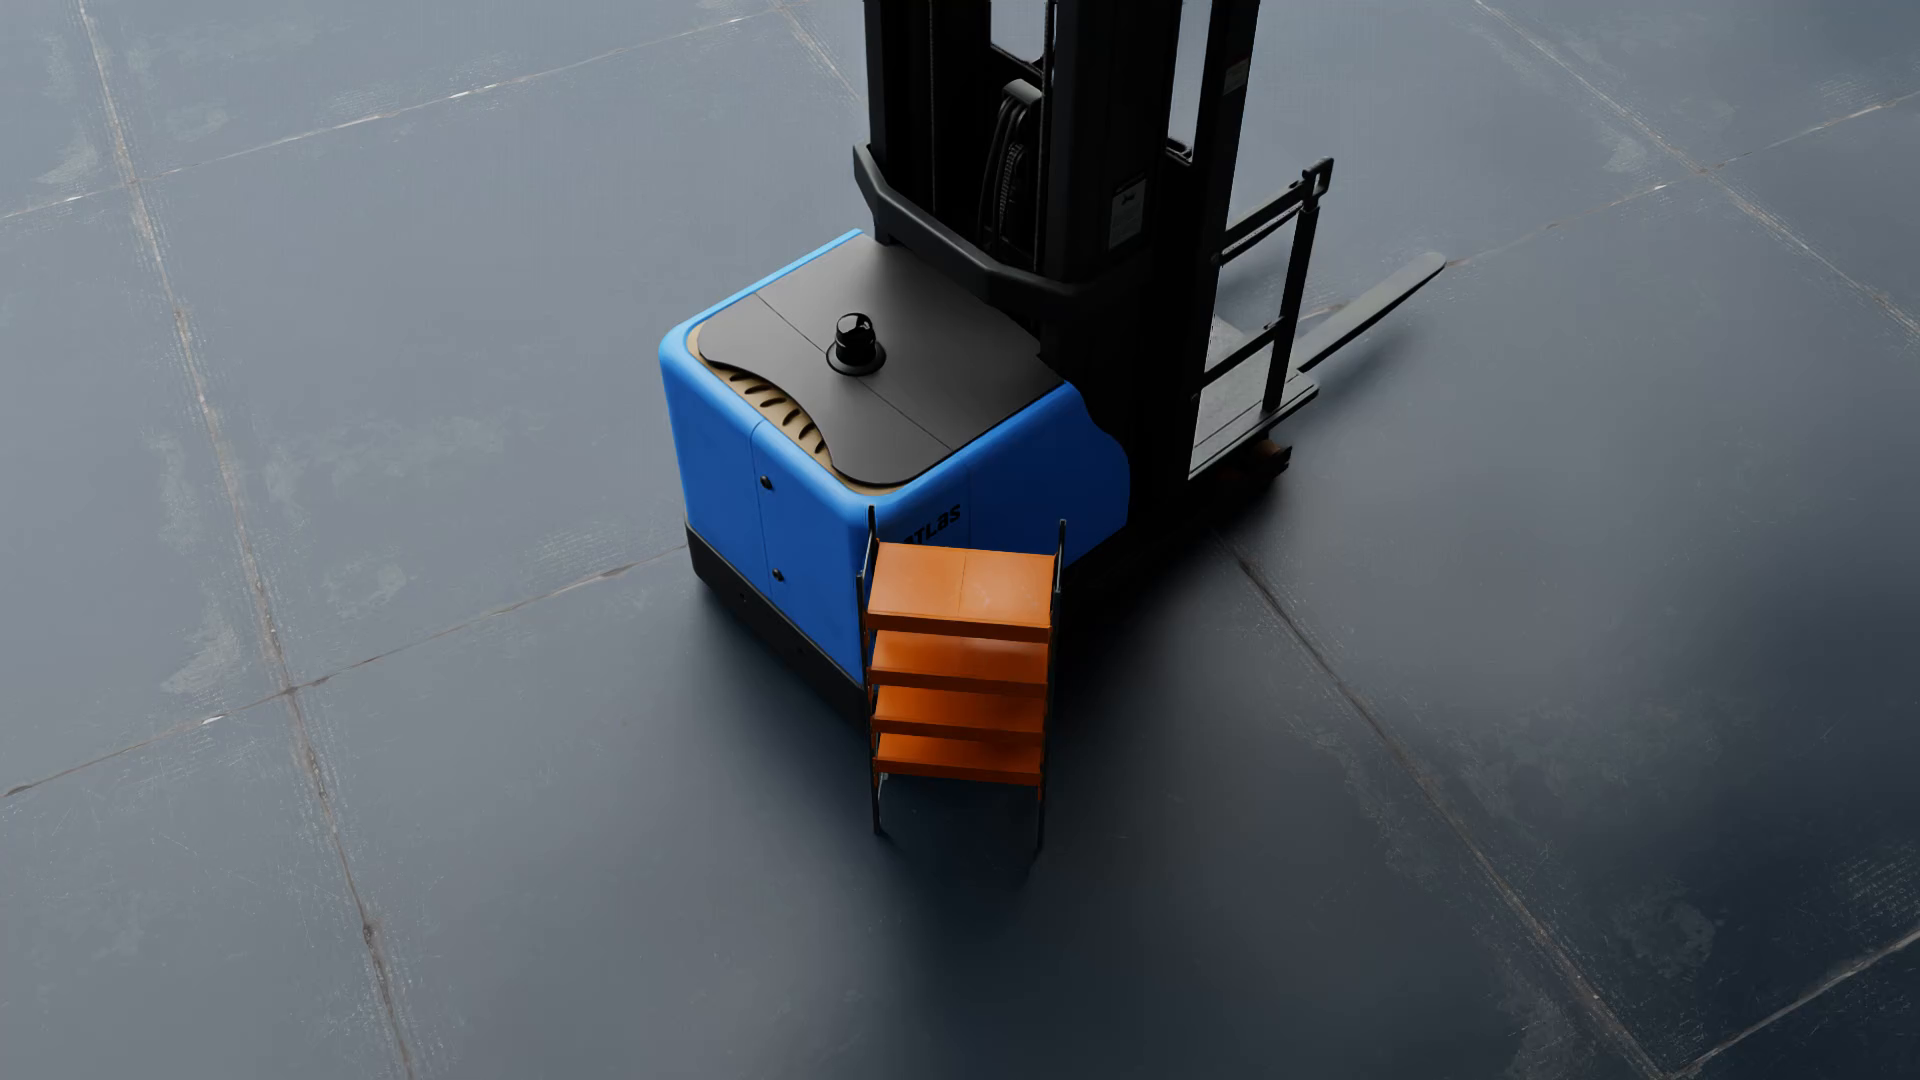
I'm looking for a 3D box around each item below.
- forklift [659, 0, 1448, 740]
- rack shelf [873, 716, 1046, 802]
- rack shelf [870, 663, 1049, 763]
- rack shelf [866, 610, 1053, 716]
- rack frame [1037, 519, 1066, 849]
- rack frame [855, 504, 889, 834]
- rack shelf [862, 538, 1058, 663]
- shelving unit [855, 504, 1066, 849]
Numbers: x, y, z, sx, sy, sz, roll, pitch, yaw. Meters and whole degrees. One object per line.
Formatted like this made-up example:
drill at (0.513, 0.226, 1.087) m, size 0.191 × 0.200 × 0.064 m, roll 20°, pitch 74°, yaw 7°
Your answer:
forklift at (0.533, -1.324, 4.961) m, size 3.031 × 2.935 × 1.130 m, roll -34°, pitch 57°, yaw -26°
rack shelf at (0.006, 0.589, 4.791) m, size 0.480 × 0.148 × 0.258 m, roll 4°, pitch 49°, yaw 4°
rack shelf at (0.006, 0.458, 4.642) m, size 0.480 × 0.148 × 0.258 m, roll 4°, pitch 49°, yaw 4°
rack shelf at (0.006, 0.311, 4.473) m, size 0.480 × 0.148 × 0.258 m, roll 4°, pitch 49°, yaw 4°
rack frame at (0.248, 0.433, 4.575) m, size 0.015 × 1.200 × 0.240 m, roll 4°, pitch 49°, yaw 4°
rack frame at (-0.237, 0.394, 4.608) m, size 0.015 × 1.200 × 0.240 m, roll 4°, pitch 49°, yaw 4°
rack shelf at (0.006, 0.155, 4.295) m, size 0.480 × 0.148 × 0.258 m, roll 4°, pitch 49°, yaw 4°
shelving unit at (0.006, 0.414, 4.591) m, size 0.503 × 1.200 × 0.258 m, roll 4°, pitch 49°, yaw 4°
